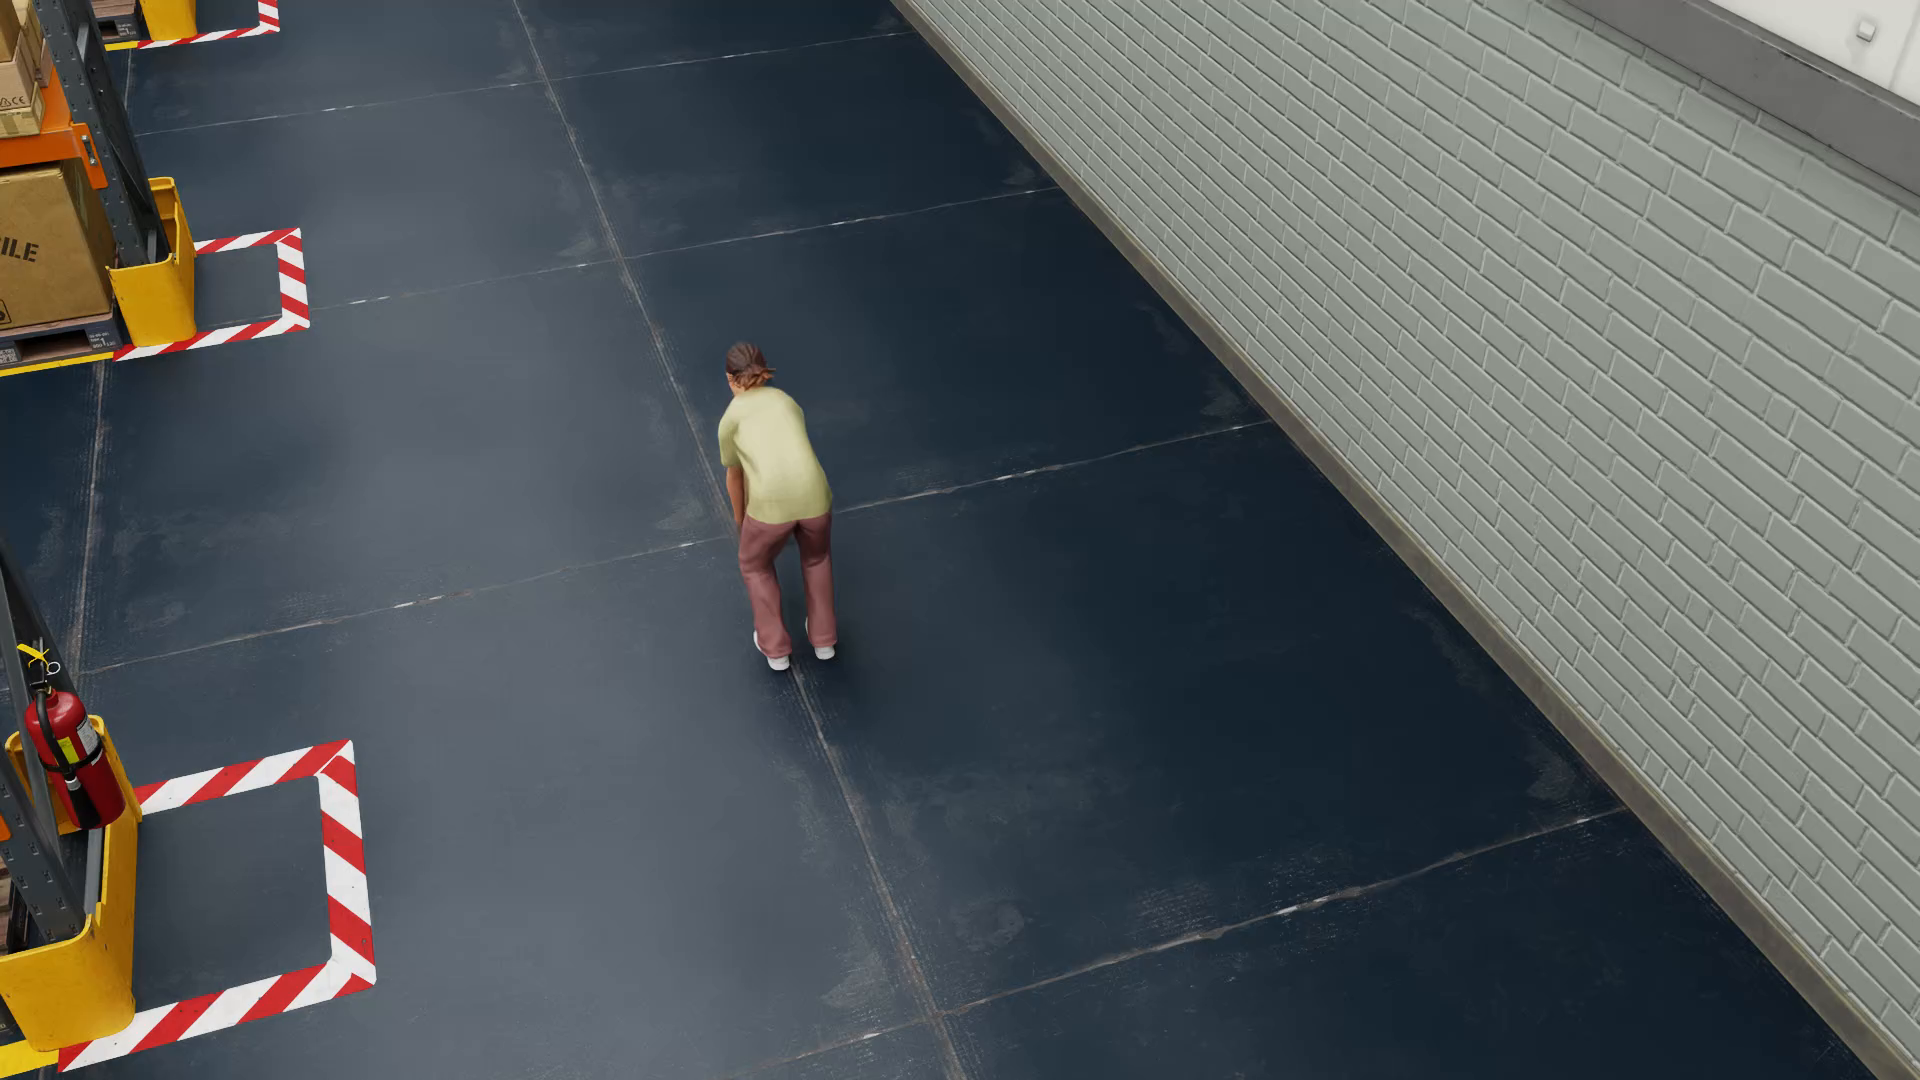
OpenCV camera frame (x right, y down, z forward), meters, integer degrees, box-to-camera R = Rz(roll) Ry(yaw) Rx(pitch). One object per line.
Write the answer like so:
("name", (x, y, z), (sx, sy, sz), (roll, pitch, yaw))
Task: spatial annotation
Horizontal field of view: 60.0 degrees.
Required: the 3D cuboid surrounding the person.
("person", (-0.813, -0.149, 7.277), (0.410, 1.311, 0.813), (-14, 40, -17))
